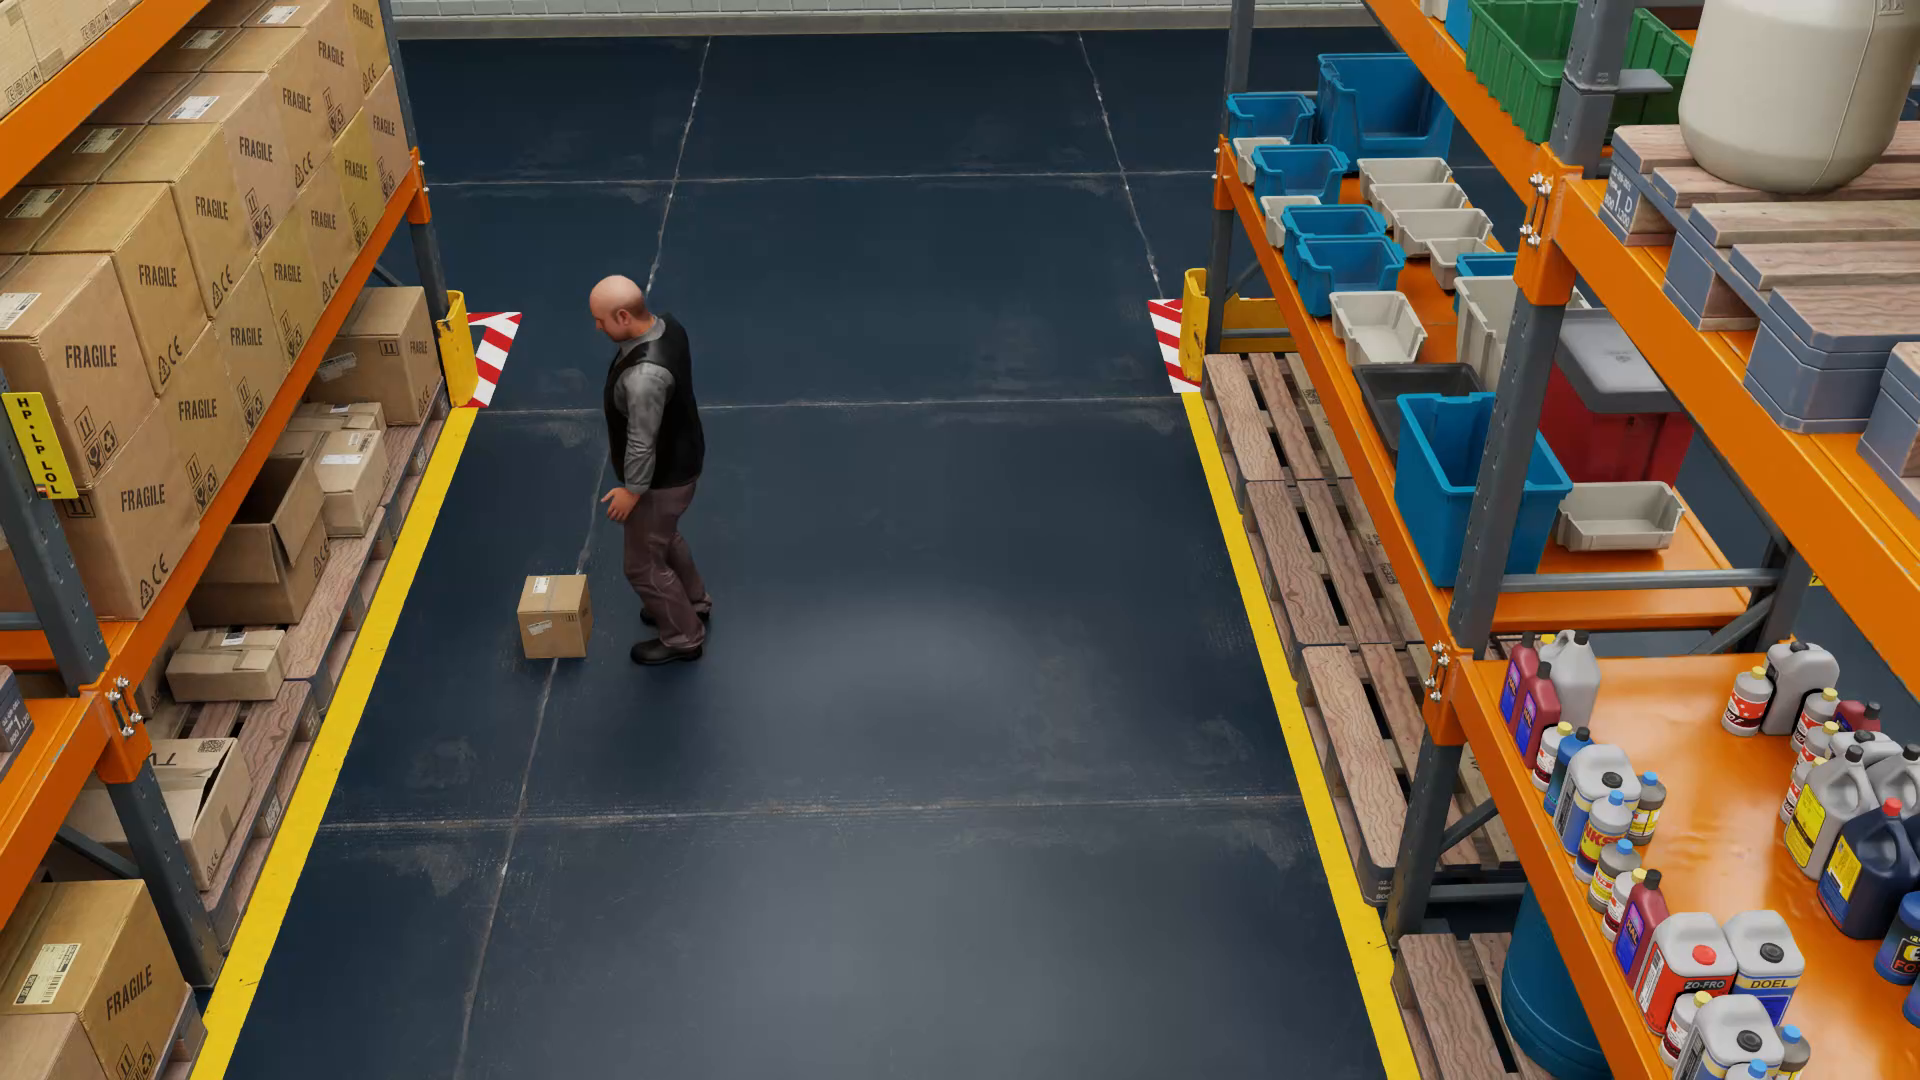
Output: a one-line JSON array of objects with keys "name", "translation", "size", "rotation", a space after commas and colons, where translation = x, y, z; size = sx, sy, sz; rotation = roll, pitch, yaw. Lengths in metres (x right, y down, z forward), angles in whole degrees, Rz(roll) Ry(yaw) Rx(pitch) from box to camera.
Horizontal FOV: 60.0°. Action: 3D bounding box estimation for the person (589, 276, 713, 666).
[{"name": "person", "translation": [-1.200, -0.265, 6.573], "size": [0.378, 1.697, 0.546], "rotation": [-1, 35, -1]}]
